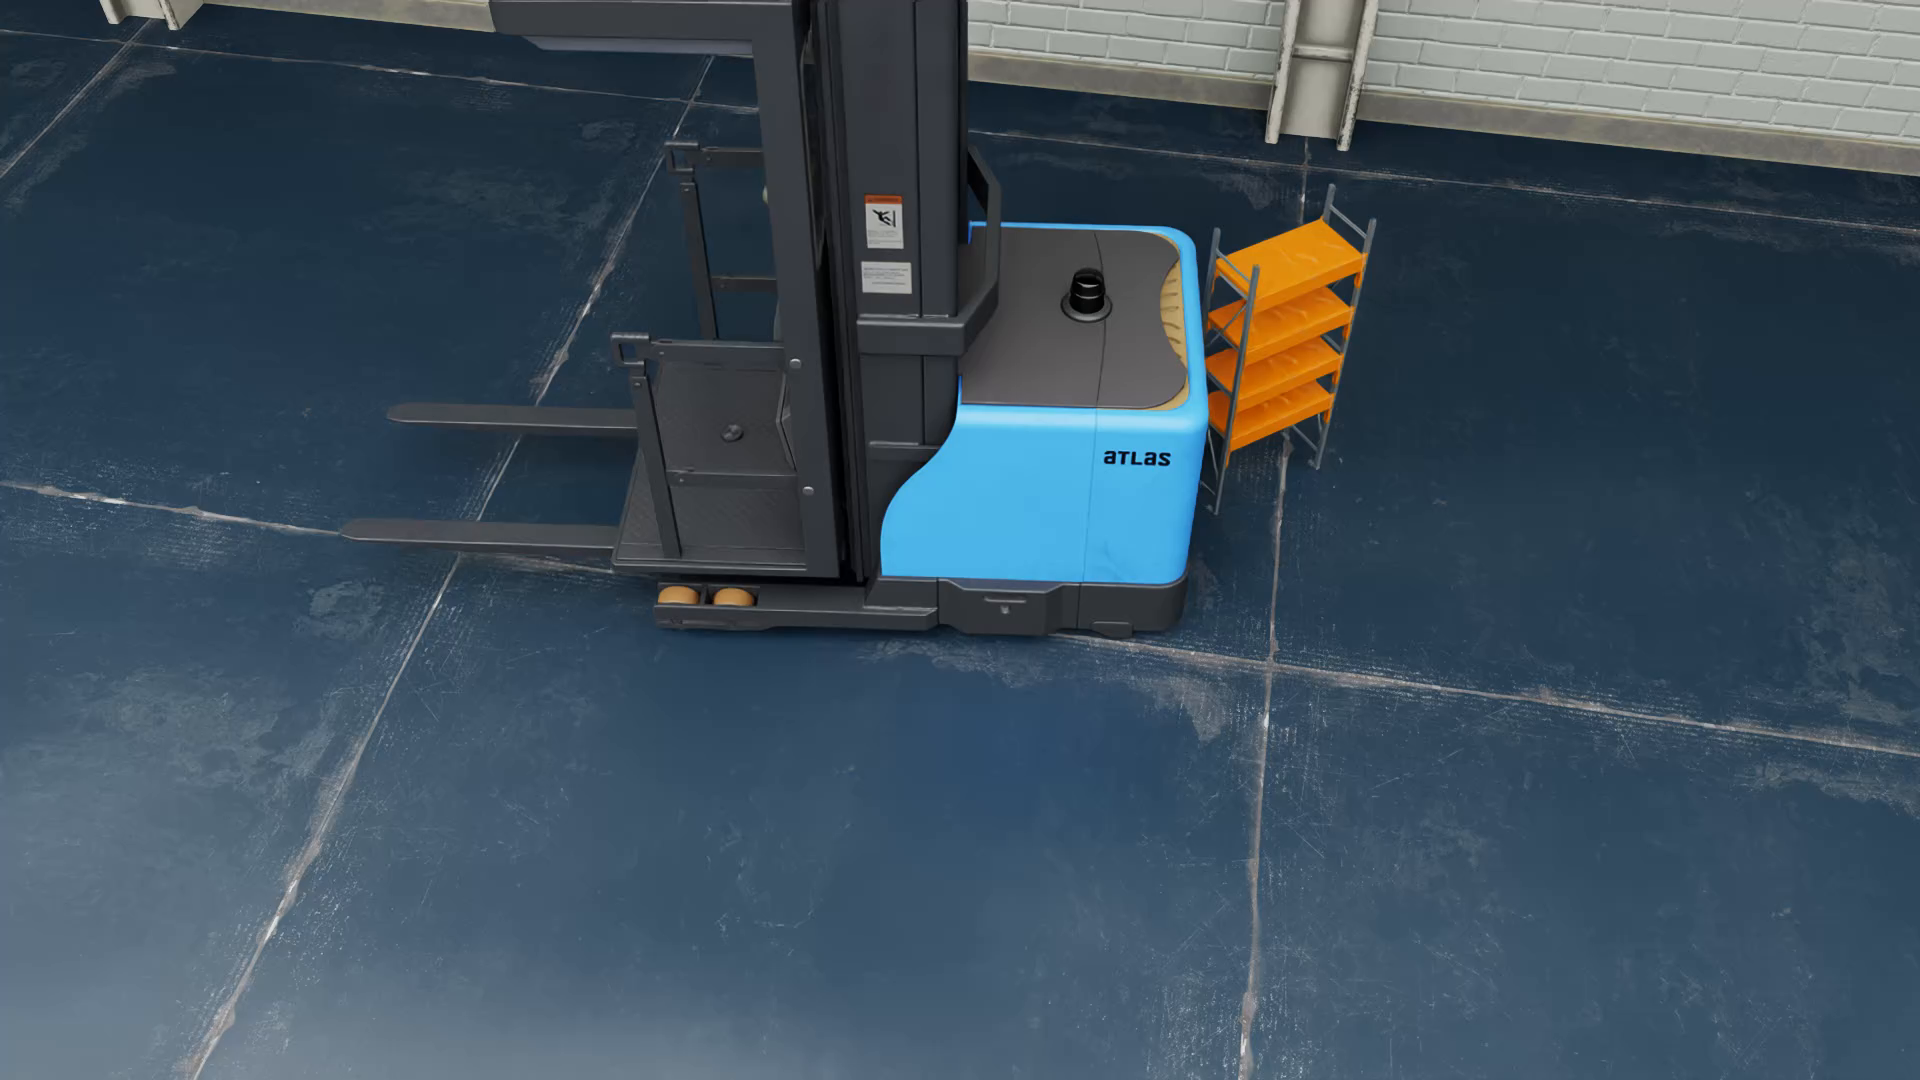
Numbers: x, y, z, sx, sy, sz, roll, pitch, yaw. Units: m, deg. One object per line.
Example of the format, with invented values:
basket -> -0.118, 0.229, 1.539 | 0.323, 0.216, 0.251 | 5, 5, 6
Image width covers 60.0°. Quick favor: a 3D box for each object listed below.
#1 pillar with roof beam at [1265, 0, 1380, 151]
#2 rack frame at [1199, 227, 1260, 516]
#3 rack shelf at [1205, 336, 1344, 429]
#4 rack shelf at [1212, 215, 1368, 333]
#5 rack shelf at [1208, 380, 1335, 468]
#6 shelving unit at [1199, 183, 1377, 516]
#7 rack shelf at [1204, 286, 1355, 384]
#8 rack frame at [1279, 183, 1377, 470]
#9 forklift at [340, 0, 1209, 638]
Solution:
pillar with roof beam -> 0.917, -1.846, 1.859 | 0.400, 9.000, 9.100 | 8, 49, 7
rack frame -> 0.916, -0.570, 5.955 | 0.015, 1.200, 0.240 | -23, 52, -20
rack shelf -> 1.127, -0.617, 6.086 | 0.480, 0.148, 0.258 | -23, 52, -20
rack shelf -> 1.128, -0.923, 5.742 | 0.480, 0.148, 0.258 | -23, 52, -20
rack shelf -> 1.127, -0.485, 6.235 | 0.480, 0.148, 0.258 | -23, 52, -20
shelving unit -> 1.127, -0.662, 6.036 | 0.503, 1.200, 0.258 | -23, 52, -20
rack shelf -> 1.128, -0.765, 5.919 | 0.480, 0.148, 0.258 | -23, 52, -20
rack frame -> 1.338, -0.753, 6.118 | 0.015, 1.200, 0.240 | -23, 52, -20
forklift -> -0.700, -1.045, 5.219 | 3.031, 2.935, 1.130 | 2, 48, 2
